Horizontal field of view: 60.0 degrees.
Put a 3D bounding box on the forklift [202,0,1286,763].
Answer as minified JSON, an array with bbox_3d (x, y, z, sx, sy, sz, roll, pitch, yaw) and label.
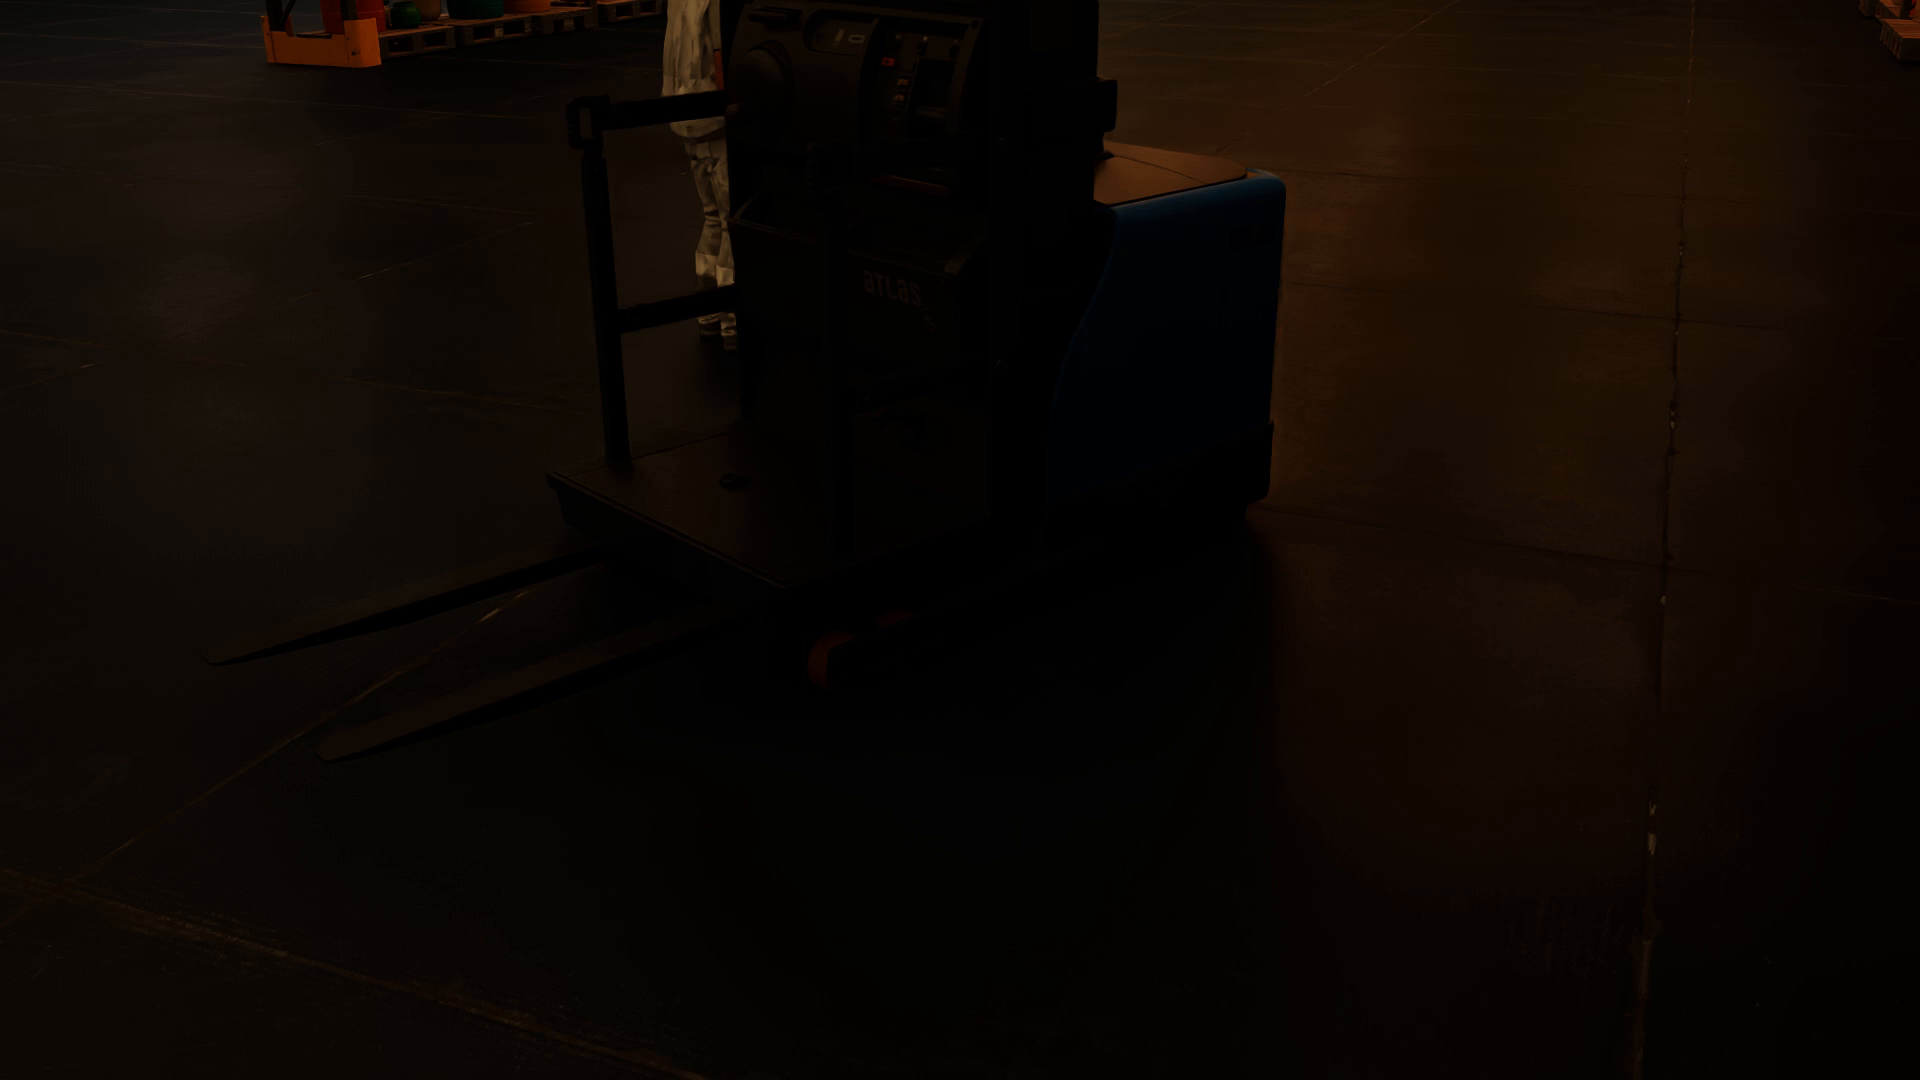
[{"bbox_3d":[-0.438,-1.186,4.129,3.031,2.935,1.130,-20,30,-39],"label":"forklift"}]

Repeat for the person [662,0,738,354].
[{"bbox_3d":[-0.963,-1.684,6.822,0.454,1.777,0.612,-11,25,-24],"label":"person"}]
